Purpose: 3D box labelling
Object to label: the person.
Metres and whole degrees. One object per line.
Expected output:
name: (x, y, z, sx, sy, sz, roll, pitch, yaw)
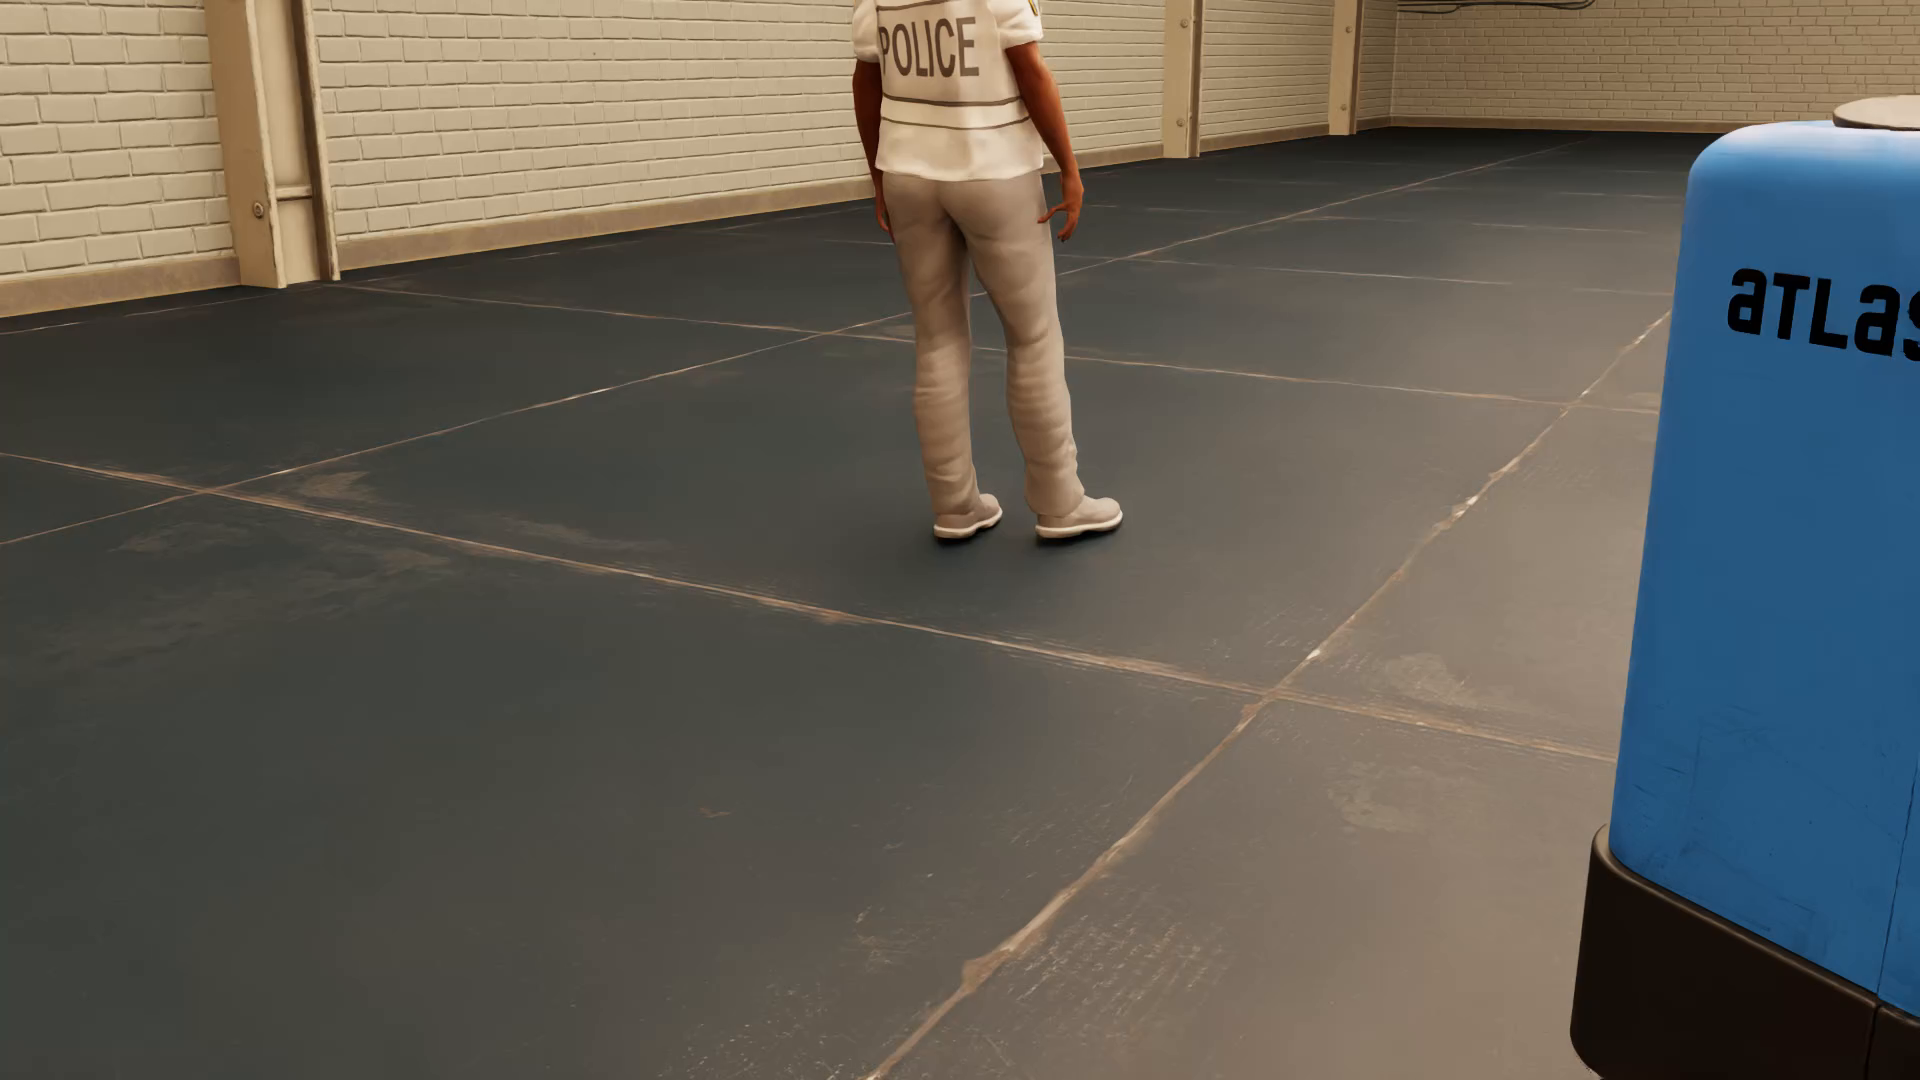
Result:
person: (0.054, -0.836, 3.852, 0.569, 1.695, 0.528, 9, 19, 28)
